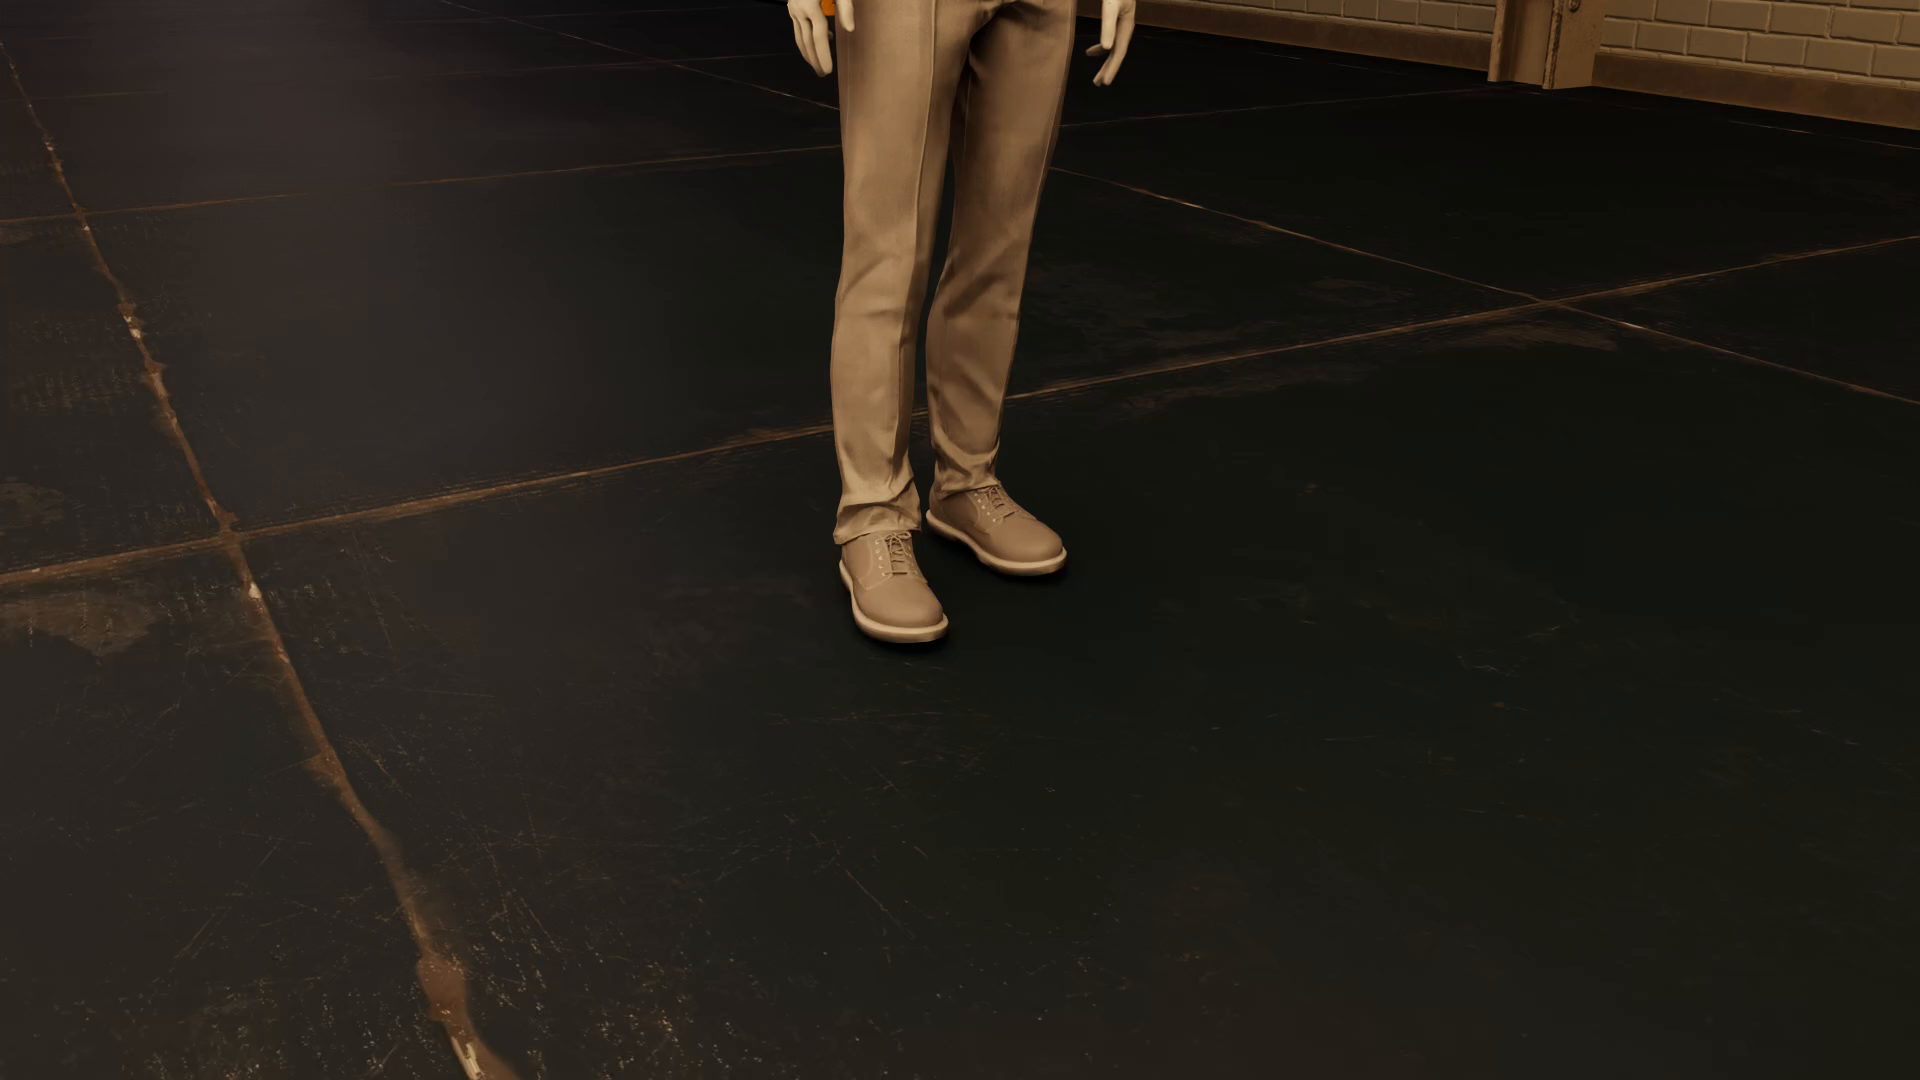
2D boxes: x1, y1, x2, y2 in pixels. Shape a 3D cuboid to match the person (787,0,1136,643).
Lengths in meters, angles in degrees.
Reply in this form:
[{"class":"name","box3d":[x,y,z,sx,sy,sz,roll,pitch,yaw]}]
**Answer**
[{"class":"person","box3d":[0.029,-0.767,2.252,0.586,1.694,0.530,-12,25,-28]}]
